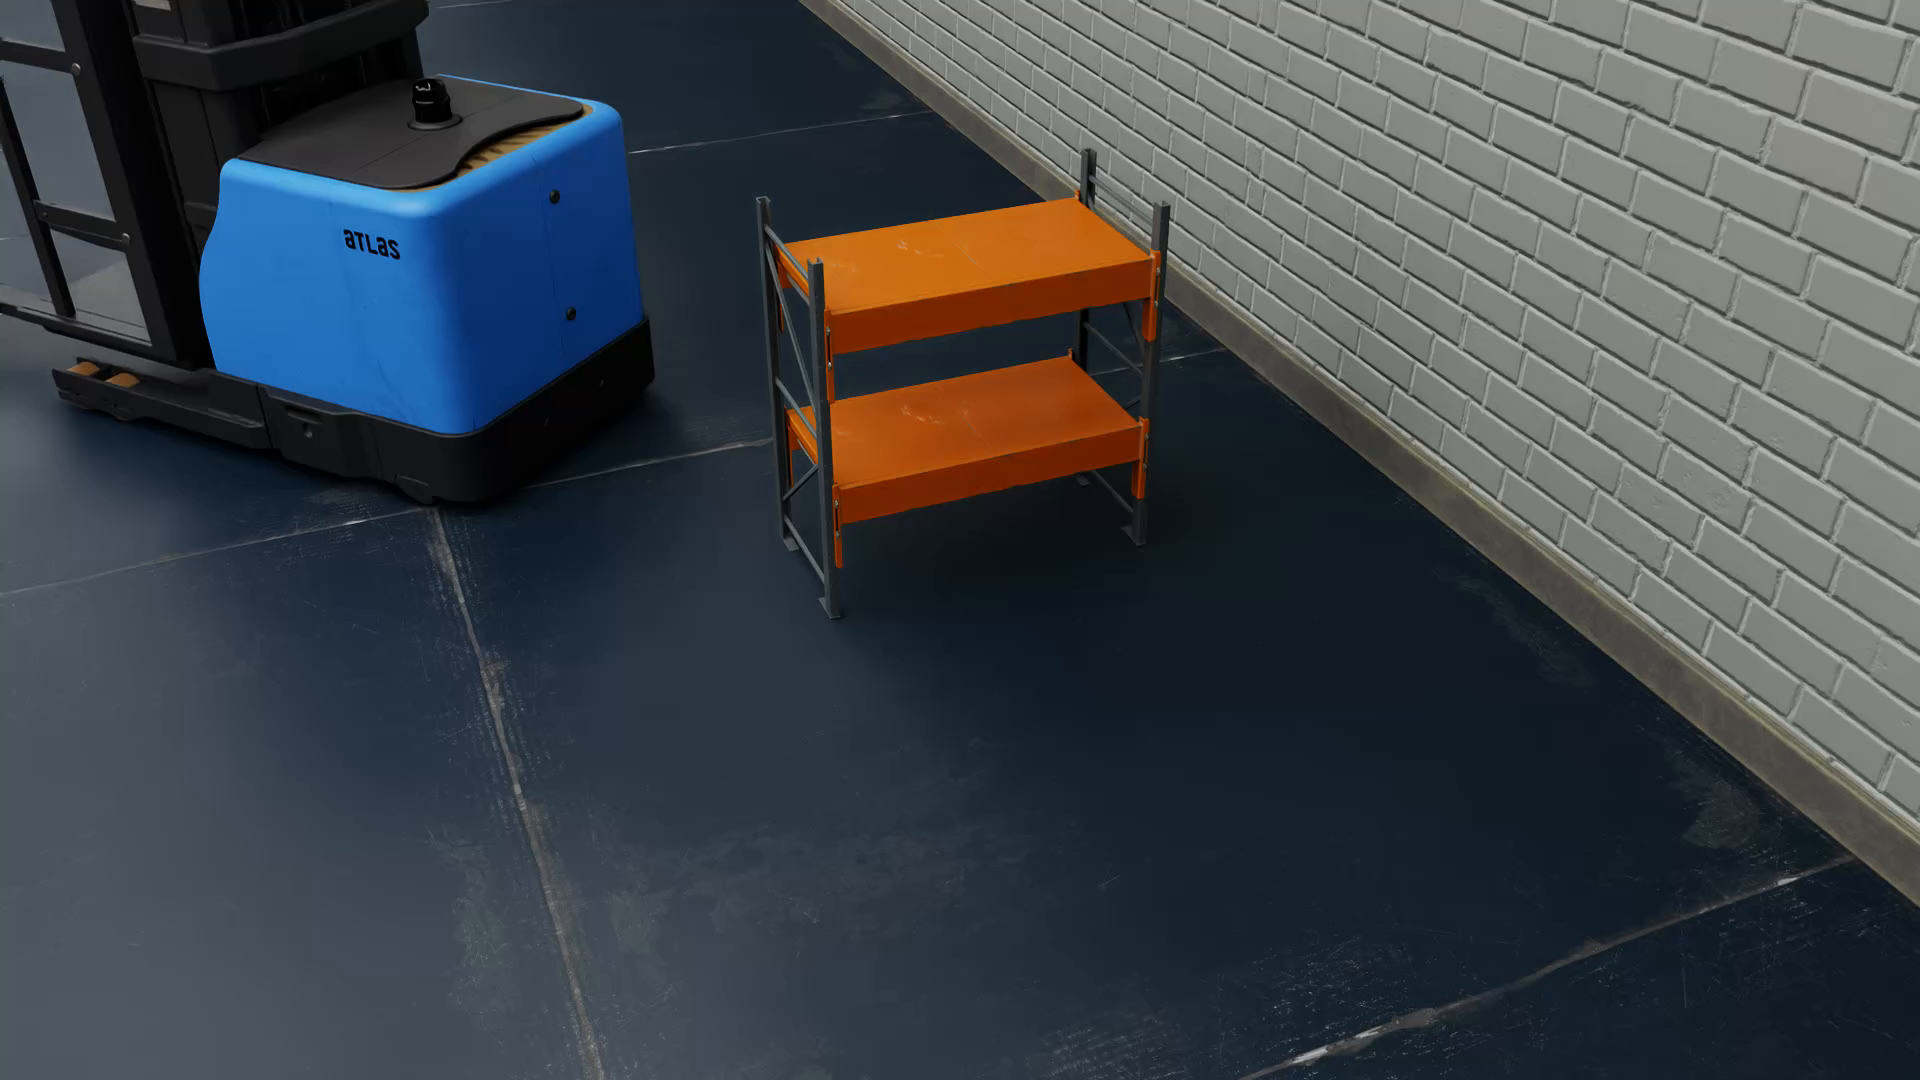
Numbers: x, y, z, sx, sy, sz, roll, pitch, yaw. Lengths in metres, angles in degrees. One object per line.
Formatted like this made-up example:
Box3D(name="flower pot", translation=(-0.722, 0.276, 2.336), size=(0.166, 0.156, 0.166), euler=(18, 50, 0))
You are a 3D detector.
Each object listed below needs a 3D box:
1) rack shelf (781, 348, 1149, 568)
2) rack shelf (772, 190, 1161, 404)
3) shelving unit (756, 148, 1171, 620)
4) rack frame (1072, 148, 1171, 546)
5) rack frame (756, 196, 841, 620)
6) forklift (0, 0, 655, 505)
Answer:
Box3D(name="rack shelf", translation=(0.006, -0.268, 5.079), size=(1.000, 0.278, 0.538), euler=(-13, 35, -19))
Box3D(name="rack shelf", translation=(0.006, -0.718, 4.786), size=(1.000, 0.278, 0.538), euler=(-13, 35, -19))
Box3D(name="shelving unit", translation=(0.006, -0.473, 4.945), size=(1.048, 1.125, 0.538), euler=(-13, 35, -19))
Box3D(name="rack frame", translation=(0.475, -0.580, 5.110), size=(0.032, 1.125, 0.500), euler=(-13, 35, -19))
Box3D(name="rack frame", translation=(-0.463, -0.366, 4.780), size=(0.032, 1.125, 0.500), euler=(-13, 35, -19))
Box3D(name="forklift", translation=(-2.658, -1.891, 5.468), size=(3.031, 2.935, 1.130), euler=(15, 36, 22))
